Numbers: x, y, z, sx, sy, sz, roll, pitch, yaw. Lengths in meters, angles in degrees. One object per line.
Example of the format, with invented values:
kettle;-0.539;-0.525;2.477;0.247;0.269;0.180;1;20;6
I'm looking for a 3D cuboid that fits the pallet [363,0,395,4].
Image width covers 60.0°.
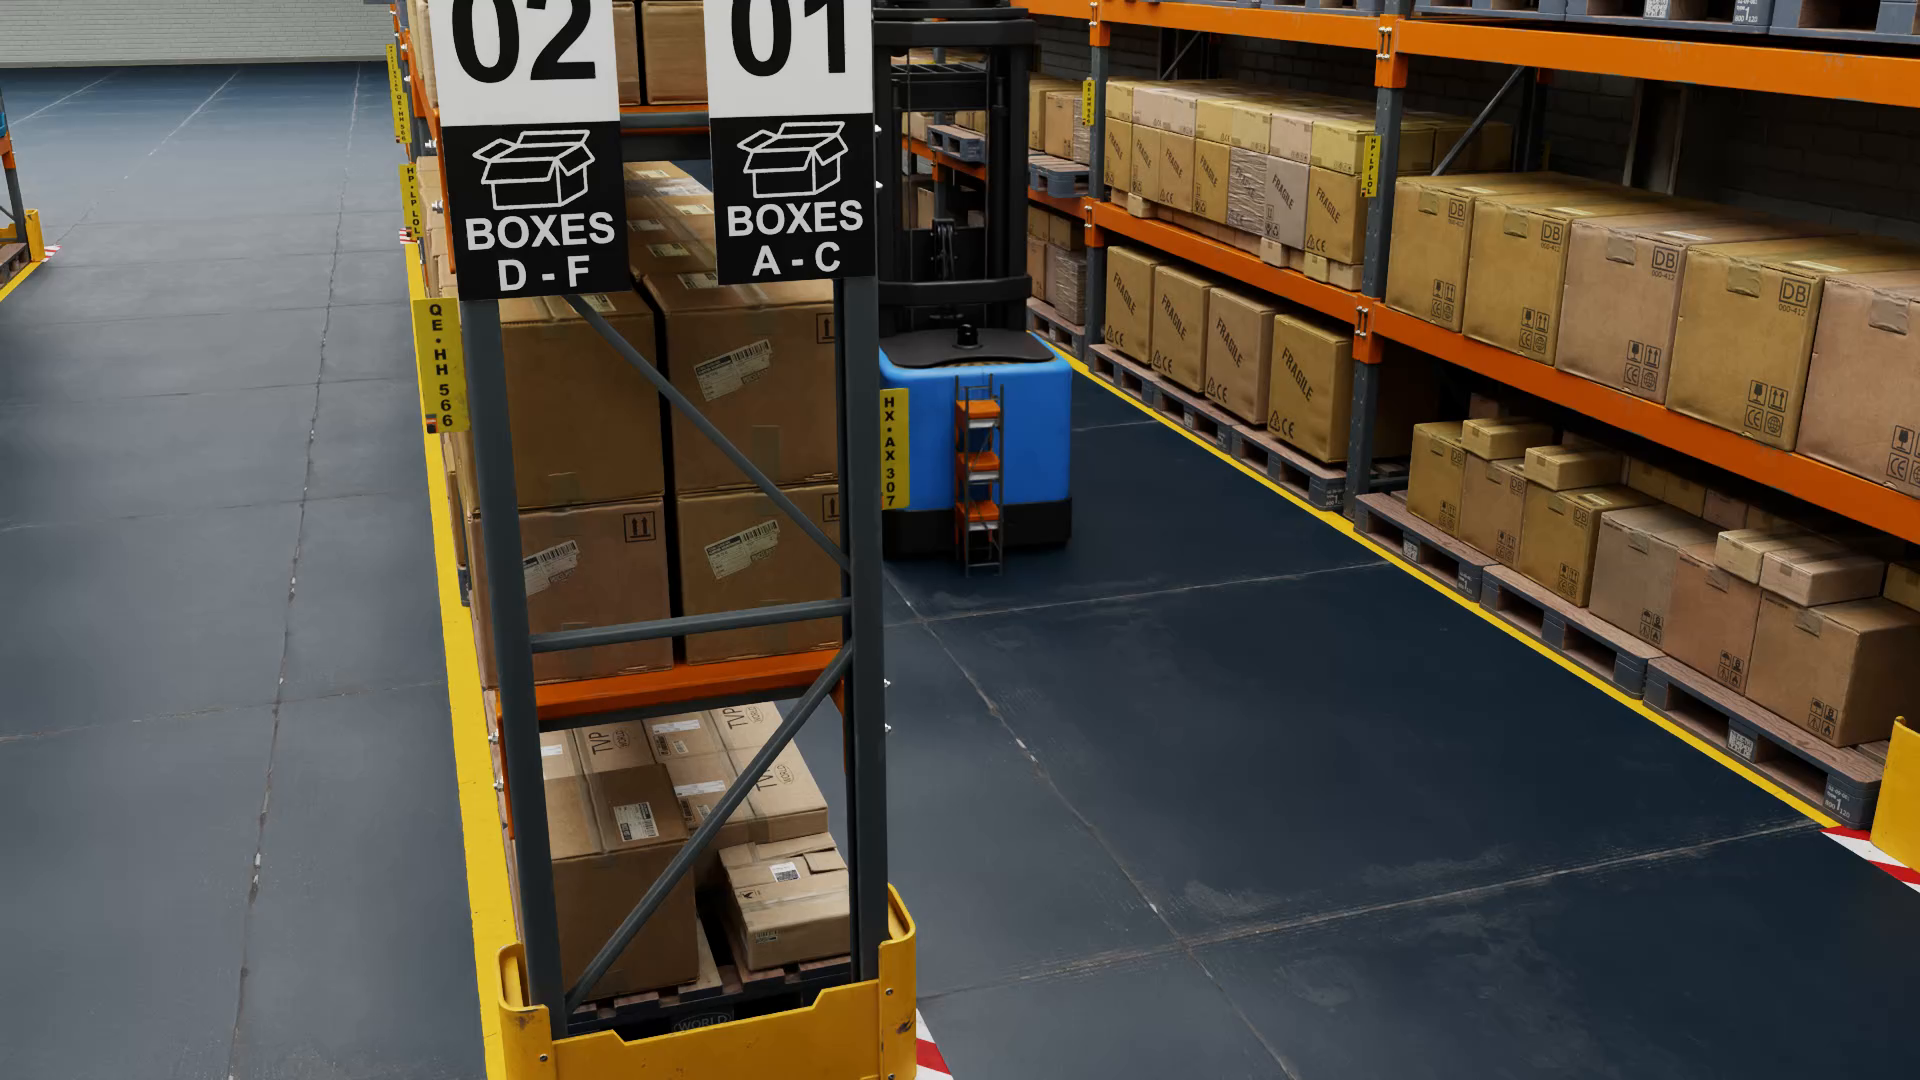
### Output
pallet;-3.510;-3.870;11.595;1.213;0.211;1.003;-5;20;-15

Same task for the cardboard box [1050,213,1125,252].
cardboard box;1.095;-2.665;14.336;0.500;0.250;0.500;-6;21;-16

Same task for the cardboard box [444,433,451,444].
cardboard box;-2.529;-0.373;9.065;0.500;0.500;0.500;-6;21;-17

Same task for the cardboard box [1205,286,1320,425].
cardboard box;2.137;-1.248;11.013;0.750;0.750;0.750;-6;21;-16

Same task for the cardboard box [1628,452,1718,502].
cardboard box;3.439;-0.308;7.955;0.380;0.149;0.250;-7;21;-18

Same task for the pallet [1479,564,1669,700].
pallet;3.299;0.374;8.062;1.003;0.211;1.213;-6;21;-17

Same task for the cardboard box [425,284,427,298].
cardboard box;-4.252;-2.040;14.105;0.500;0.250;0.500;-7;21;-19

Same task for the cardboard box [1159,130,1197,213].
cardboard box;1.711;-2.551;11.464;0.500;0.500;0.500;-6;21;-17

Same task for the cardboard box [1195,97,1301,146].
cardboard box;1.885;-2.747;10.900;0.500;0.250;0.500;-7;21;-18

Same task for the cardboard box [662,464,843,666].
cardboard box;-0.586;0.011;4.800;0.500;0.500;0.500;-6;21;-16

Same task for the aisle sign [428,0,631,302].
aisle sign;-0.966;-0.940;3.752;0.394;0.787;0.004;-6;21;-17

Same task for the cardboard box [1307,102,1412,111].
cardboard box;2.517;-2.635;10.588;0.500;0.250;0.500;-7;21;-19

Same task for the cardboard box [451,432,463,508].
cardboard box;-1.572;-0.422;6.005;0.500;0.500;0.500;-7;21;-18

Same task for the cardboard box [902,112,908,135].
cardboard box;-0.353;-4.369;17.336;0.500;0.250;0.500;-6;21;-17

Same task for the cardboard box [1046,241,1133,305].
cardboard box;1.163;-2.300;14.429;0.700;0.500;0.500;-6;21;-17

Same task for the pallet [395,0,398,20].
pallet;-2.421;-2.927;8.970;1.213;0.211;1.003;-6;21;-17

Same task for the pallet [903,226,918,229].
pallet;-0.399;-3.441;18.685;1.003;0.211;1.213;-6;21;-17

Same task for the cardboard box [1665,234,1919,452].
cardboard box;3.595;-0.835;6.860;0.980;0.700;0.700;-7;21;-18

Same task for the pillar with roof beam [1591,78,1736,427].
pillar with roof beam;-0.298;-3.816;6.728;9.100;9.000;0.400;-6;21;-17

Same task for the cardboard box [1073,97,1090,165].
cardboard box;1.333;-3.270;13.284;0.700;0.500;0.500;-9;22;-24

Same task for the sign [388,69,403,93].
sign;-4.995;-4.007;14.739;0.100;0.325;0.005;-6;21;-17

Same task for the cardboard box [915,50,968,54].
cardboard box;-0.201;-5.107;18.280;0.500;0.500;0.500;-6;21;-16

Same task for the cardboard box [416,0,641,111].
cardboard box;-1.109;-1.249;4.242;0.500;0.250;0.500;-6;21;-17

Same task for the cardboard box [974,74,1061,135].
cardboard box;0.529;-4.057;15.475;0.700;0.500;0.500;-4;20;-12

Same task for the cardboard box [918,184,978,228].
cardboard box;-0.131;-3.509;17.796;0.500;0.500;0.500;-8;21;-21

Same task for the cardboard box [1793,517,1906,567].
cardboard box;3.759;0.017;7.049;0.380;0.149;0.250;-6;21;-17

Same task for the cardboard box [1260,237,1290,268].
cardboard box;2.093;-1.797;10.324;0.380;0.149;0.250;-6;21;-17

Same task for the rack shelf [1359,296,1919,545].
rack shelf;3.376;-0.602;7.720;1.077;0.370;4.000;-6;21;-17

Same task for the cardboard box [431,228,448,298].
cardboard box;-1.425;-0.731;5.386;0.500;0.500;0.500;-6;21;-16

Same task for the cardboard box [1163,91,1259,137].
cardboard box;1.719;-2.910;11.354;0.500;0.250;0.500;-6;21;-17

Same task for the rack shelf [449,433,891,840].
rack shelf;-1.326;-0.075;6.251;1.077;0.370;4.000;-6;21;-17

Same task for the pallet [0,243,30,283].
pallet;-10.111;-2.788;16.866;1.003;0.211;1.213;-6;21;-17

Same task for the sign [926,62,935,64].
sign;-0.280;-4.497;16.219;0.100;0.325;0.005;-6;21;-17

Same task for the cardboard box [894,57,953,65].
cardboard box;-0.372;-4.720;17.203;0.500;0.500;0.500;-7;21;-18

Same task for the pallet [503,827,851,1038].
pallet;-0.972;1.261;5.594;1.003;0.211;1.213;-6;21;-17

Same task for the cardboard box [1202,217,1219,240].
cardboard box;1.866;-2.136;11.268;0.380;0.149;0.250;-6;21;-17

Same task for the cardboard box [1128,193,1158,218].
cardboard box;1.448;-2.451;12.145;0.380;0.149;0.250;-6;21;-16

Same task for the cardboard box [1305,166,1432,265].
cardboard box;2.363;-1.900;9.652;0.500;0.500;0.500;-7;21;-18

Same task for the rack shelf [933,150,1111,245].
rack shelf;0.861;-3.169;14.867;1.077;0.370;4.000;-6;21;-17

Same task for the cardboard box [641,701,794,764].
cardboard box;-0.913;0.790;6.196;0.500;0.250;0.500;-6;21;-17

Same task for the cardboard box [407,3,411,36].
cardboard box;-2.036;-2.214;6.927;0.500;0.250;0.500;-6;21;-17

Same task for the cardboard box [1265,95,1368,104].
cardboard box;2.357;-2.803;11.055;0.500;0.250;0.500;-7;21;-18

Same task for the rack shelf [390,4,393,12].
rack shelf;-5.097;-5.337;16.465;1.077;0.370;4.000;-6;21;-17

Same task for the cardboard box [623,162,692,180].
cardboard box;-1.386;-1.274;6.898;0.500;0.500;0.500;-7;21;-18

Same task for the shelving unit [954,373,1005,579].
shelving unit;0.101;-0.337;8.800;0.215;1.050;0.252;-4;20;-12

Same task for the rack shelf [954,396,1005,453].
rack shelf;0.101;-0.594;8.708;0.215;0.259;0.240;-4;20;-12

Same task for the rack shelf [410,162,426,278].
rack shelf;-3.840;-2.642;13.399;1.077;0.370;4.000;-6;21;-17

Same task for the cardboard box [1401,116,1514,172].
cardboard box;2.850;-2.307;9.676;0.500;0.250;0.500;-6;21;-16

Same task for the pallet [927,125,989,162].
pallet;0.335;-3.799;15.839;1.003;0.211;1.213;-6;21;-17

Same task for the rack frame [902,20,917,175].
rack frame;-1.024;-5.433;20.106;1.000;3.000;0.127;-6;21;-17

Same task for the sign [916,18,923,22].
sign;-0.491;-6.180;20.003;0.100;0.325;0.005;-6;21;-17

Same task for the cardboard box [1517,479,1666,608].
cardboard box;3.199;-0.026;8.129;0.700;0.500;0.500;-6;21;-16

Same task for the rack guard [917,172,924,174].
rack guard;-1.001;-4.233;20.461;1.175;0.500;0.348;-6;21;-17

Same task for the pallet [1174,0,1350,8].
pallet;2.097;-3.629;10.926;1.003;0.211;1.213;-5;20;-15

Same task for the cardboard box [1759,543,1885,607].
cardboard box;3.476;0.139;6.710;0.380;0.149;0.250;-7;21;-18

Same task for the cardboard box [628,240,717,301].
cardboard box;-0.758;-0.626;5.096;0.500;0.500;0.500;-6;21;-17

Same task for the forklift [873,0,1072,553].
forklift;-0.195;-1.769;10.006;1.130;2.935;3.031;-4;20;-12

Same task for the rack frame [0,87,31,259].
rack frame;-10.429;-4.381;17.176;1.000;3.000;0.127;-6;21;-17

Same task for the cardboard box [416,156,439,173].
cardboard box;-2.073;-1.392;7.226;0.500;0.500;0.500;-6;21;-16
